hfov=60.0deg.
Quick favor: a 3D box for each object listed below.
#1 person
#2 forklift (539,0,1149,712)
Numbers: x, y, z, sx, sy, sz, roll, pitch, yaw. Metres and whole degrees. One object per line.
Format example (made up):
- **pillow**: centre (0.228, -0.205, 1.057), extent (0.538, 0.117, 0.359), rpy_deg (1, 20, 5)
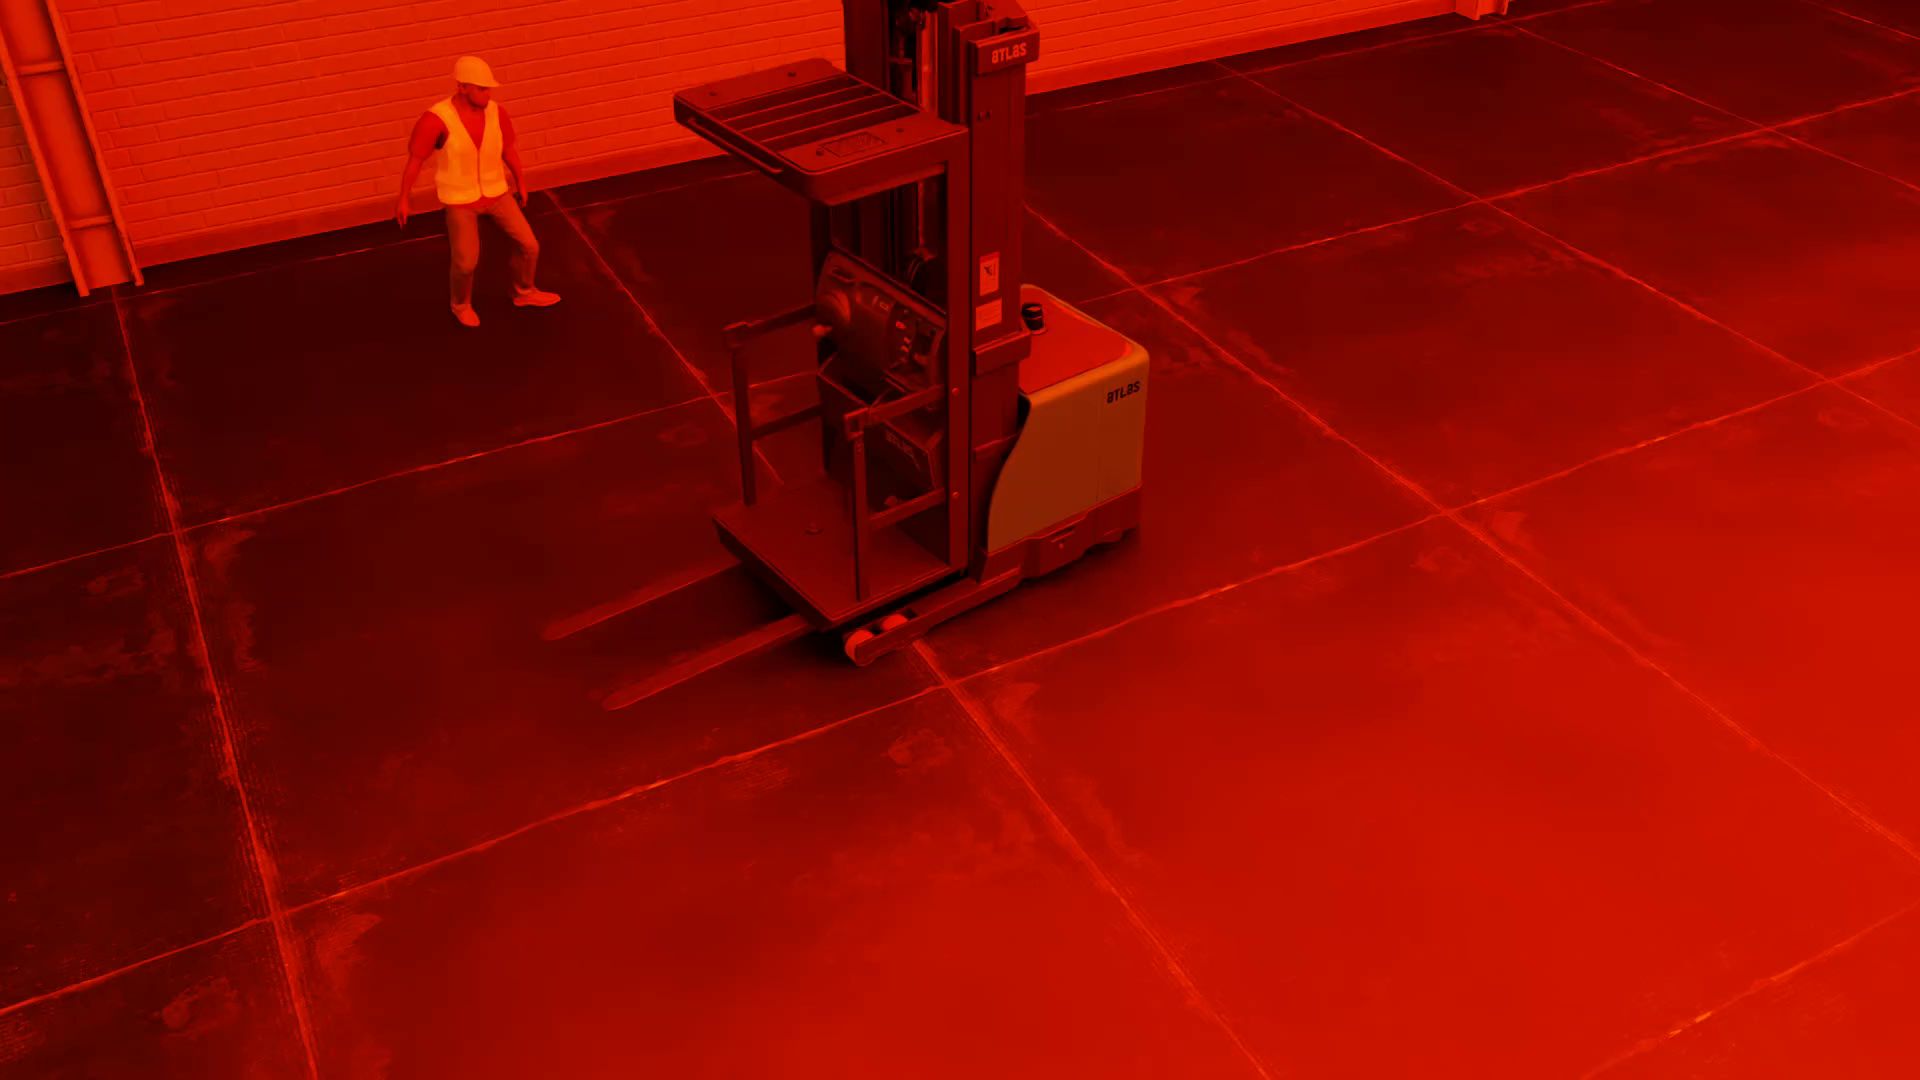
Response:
- **person**: centre (-3.010, -2.109, 10.210), extent (0.902, 1.741, 0.487), rpy_deg (-23, 41, -29)
- **forklift**: centre (-0.535, -0.952, 7.470), extent (3.031, 2.935, 1.130), rpy_deg (-24, 42, -30)
